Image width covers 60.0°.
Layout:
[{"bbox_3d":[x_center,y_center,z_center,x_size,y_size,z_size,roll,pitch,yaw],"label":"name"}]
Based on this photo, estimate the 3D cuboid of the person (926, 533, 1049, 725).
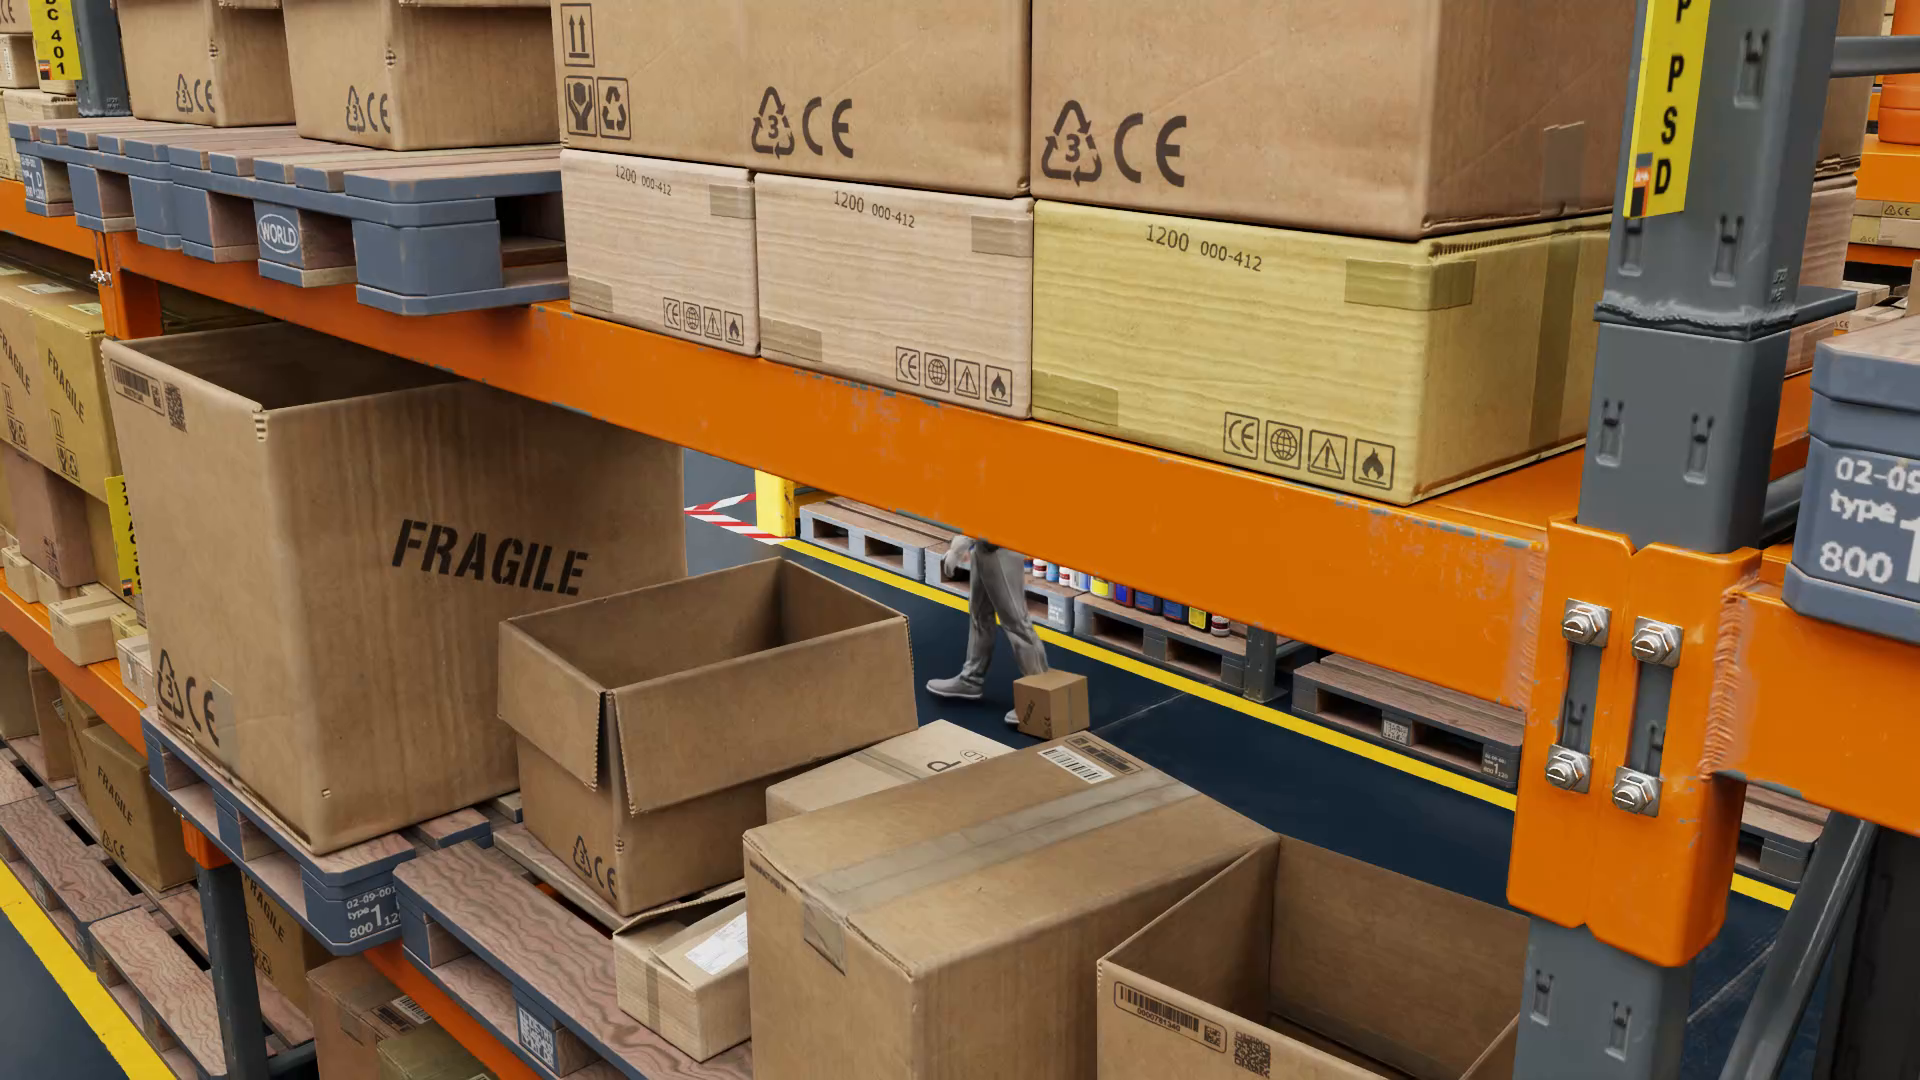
[{"bbox_3d":[0.134,0.023,7.903,0.630,1.649,0.530,2,18,5],"label":"person"}]
